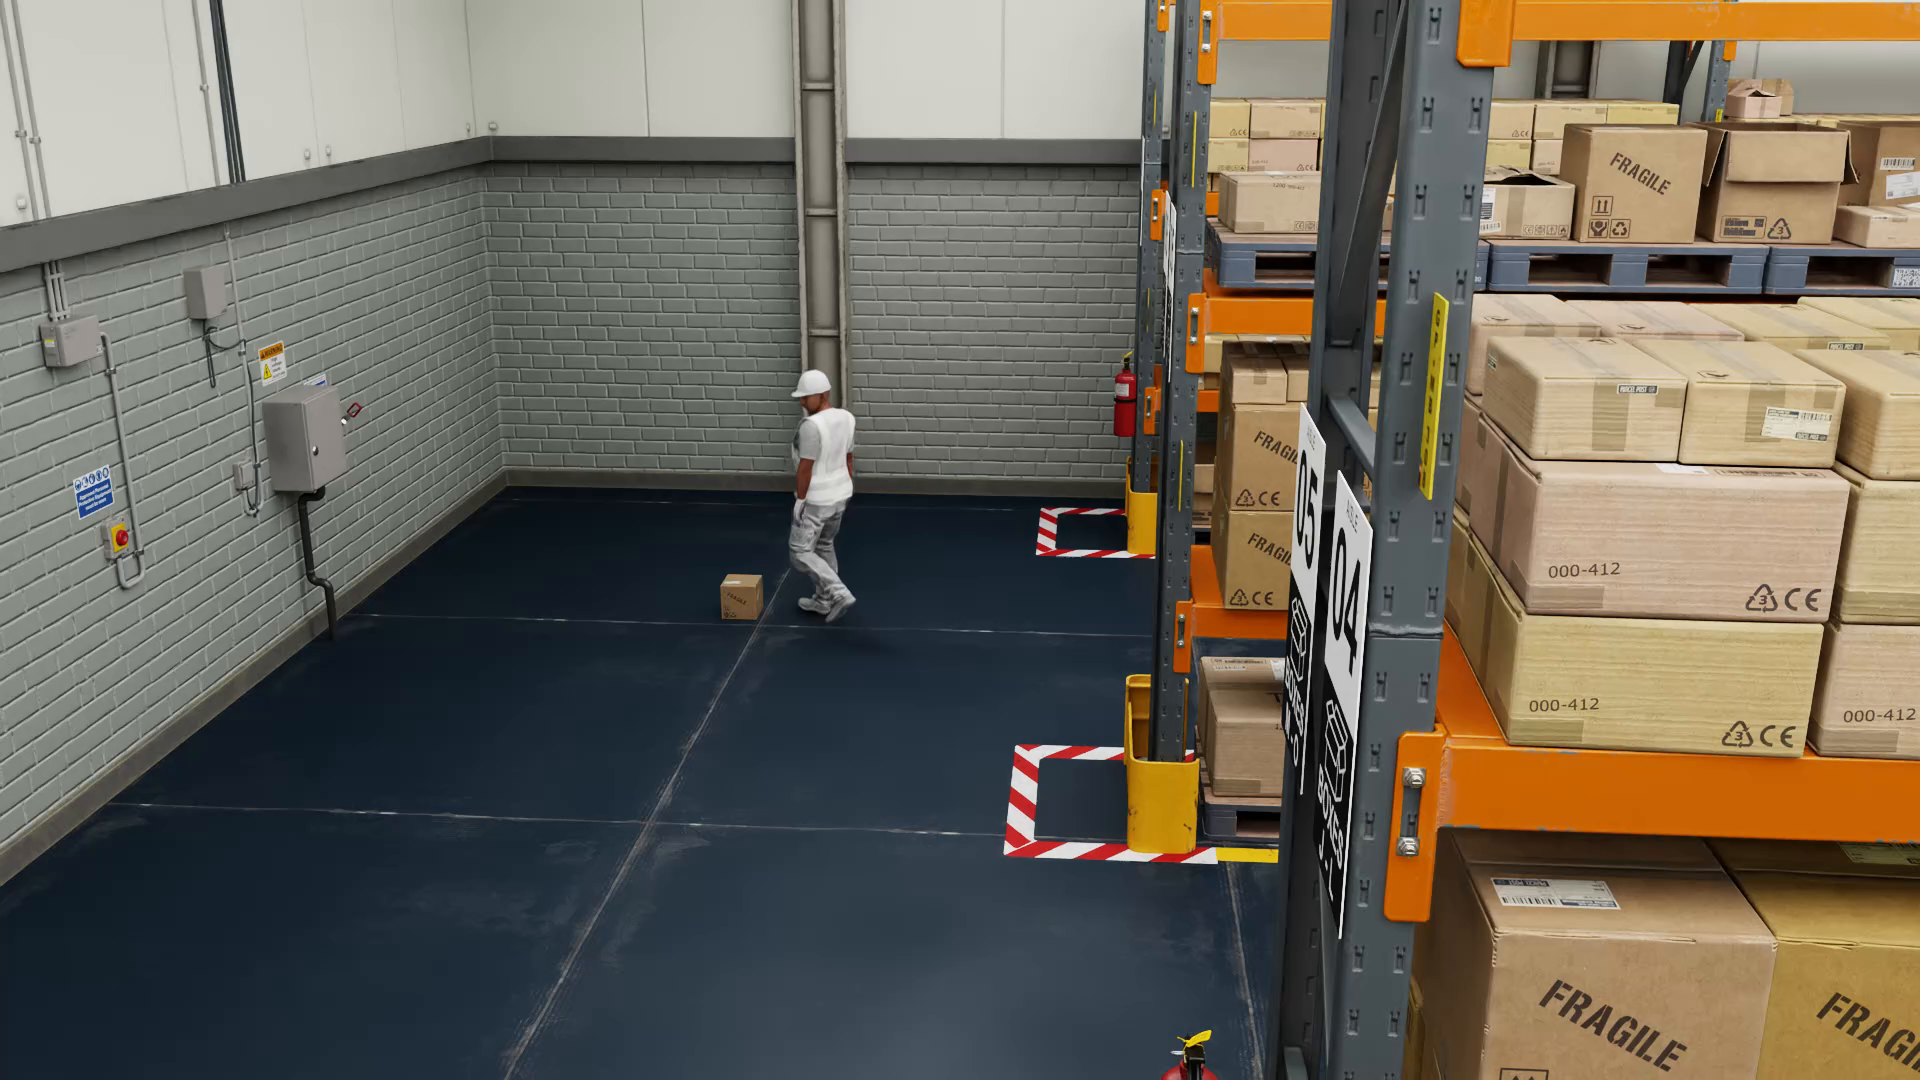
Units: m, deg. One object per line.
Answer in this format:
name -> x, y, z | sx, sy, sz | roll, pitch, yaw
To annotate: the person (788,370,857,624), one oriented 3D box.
person -> -0.913, -0.285, 11.399 | 0.737, 1.770, 0.600 | 11, 21, 32
